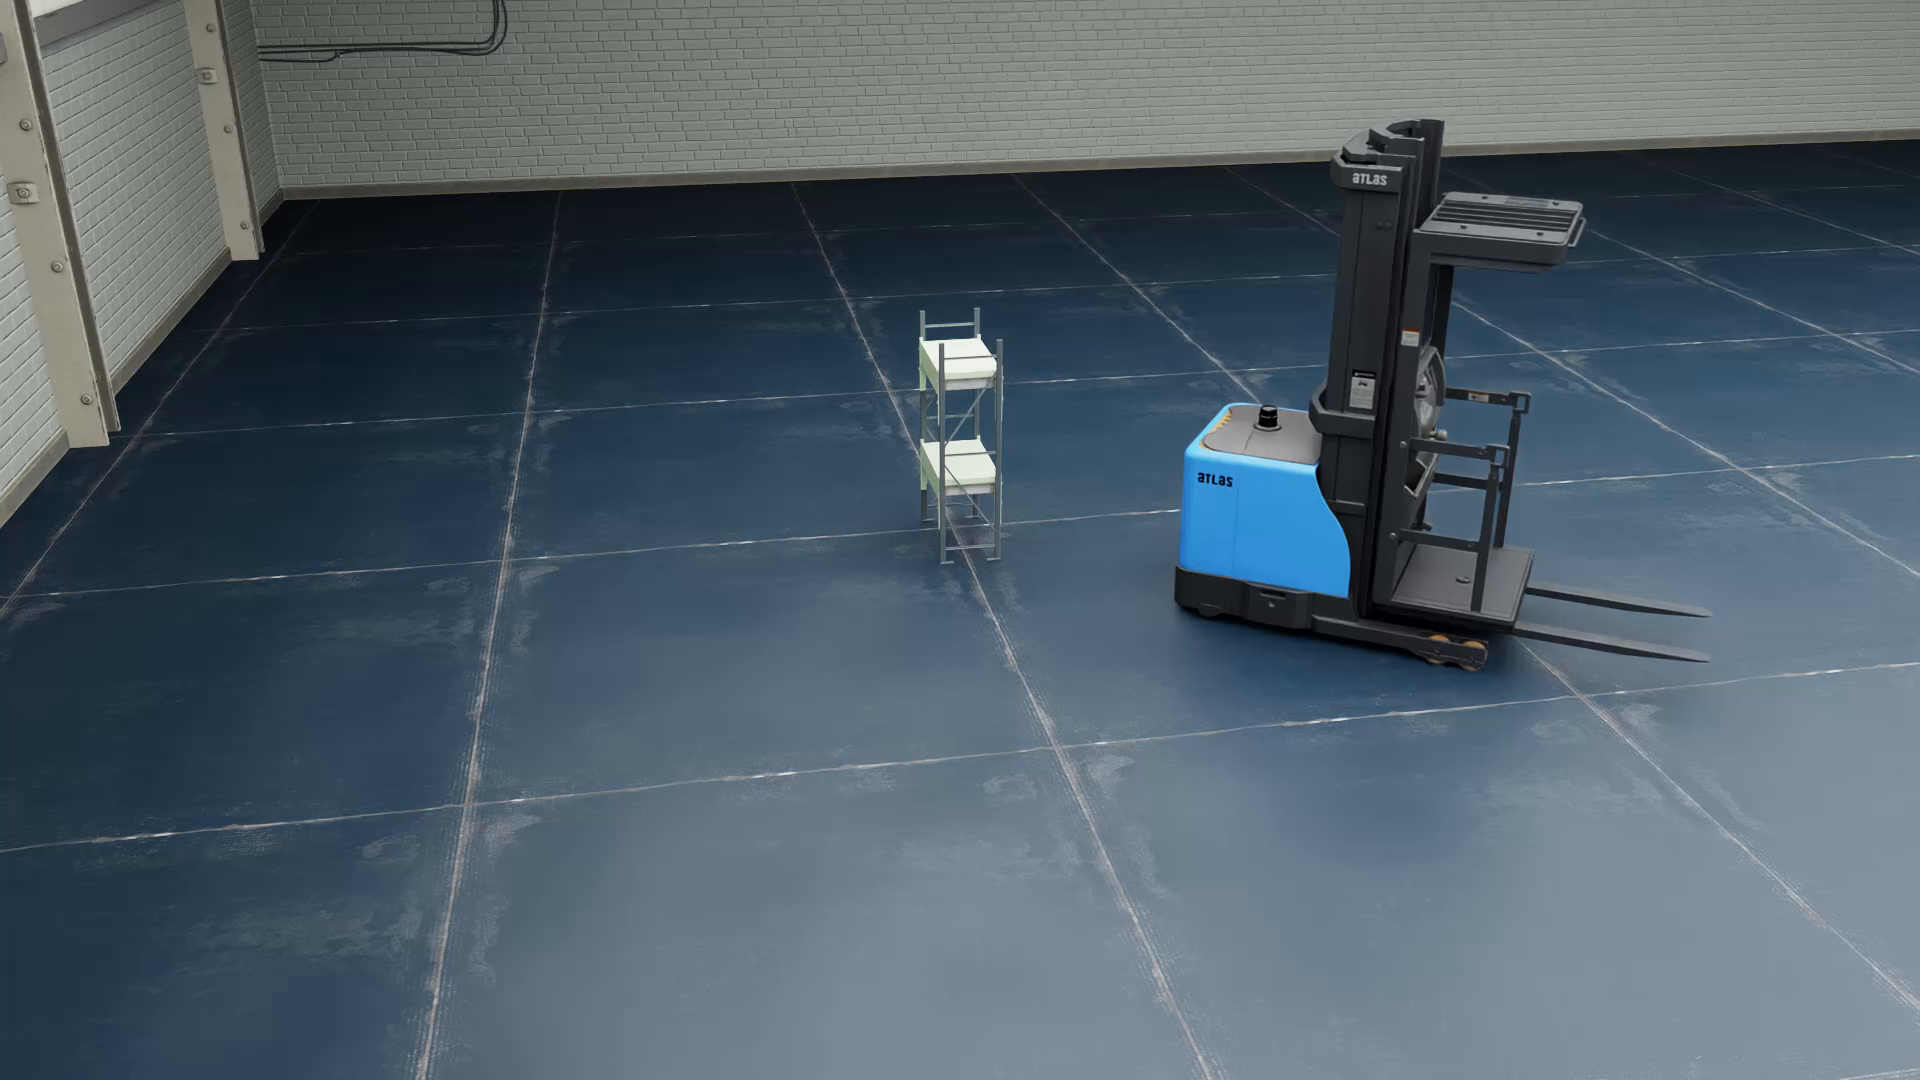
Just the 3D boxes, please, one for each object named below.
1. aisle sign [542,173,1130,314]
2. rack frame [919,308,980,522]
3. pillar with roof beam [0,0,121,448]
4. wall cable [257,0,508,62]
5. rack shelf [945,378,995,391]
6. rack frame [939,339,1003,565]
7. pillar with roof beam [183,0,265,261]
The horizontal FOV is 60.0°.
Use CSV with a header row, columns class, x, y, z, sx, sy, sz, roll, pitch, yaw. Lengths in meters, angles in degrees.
class,x,y,z,sx,sy,sz,roll,pitch,yaw
aisle sign,-1.720,-3.628,19.556,6.000,0.001,6.000,-4,24,-10
rack frame,-0.069,-0.834,11.285,0.400,1.500,0.023,-4,24,-10
pillar with roof beam,-2.585,-5.243,12.011,9.100,9.000,0.400,-4,24,-10
wall cable,-7.171,-7.118,20.184,3.097,2.526,0.112,-4,24,-10
rack shelf,-0.001,-1.113,10.771,0.332,0.071,0.664,-4,24,-10
rack frame,0.066,-0.546,10.626,0.400,1.500,0.023,-4,24,-10
pillar with roof beam,5.855,-2.236,5.064,22.890,9.050,30.400,-4,24,-10
